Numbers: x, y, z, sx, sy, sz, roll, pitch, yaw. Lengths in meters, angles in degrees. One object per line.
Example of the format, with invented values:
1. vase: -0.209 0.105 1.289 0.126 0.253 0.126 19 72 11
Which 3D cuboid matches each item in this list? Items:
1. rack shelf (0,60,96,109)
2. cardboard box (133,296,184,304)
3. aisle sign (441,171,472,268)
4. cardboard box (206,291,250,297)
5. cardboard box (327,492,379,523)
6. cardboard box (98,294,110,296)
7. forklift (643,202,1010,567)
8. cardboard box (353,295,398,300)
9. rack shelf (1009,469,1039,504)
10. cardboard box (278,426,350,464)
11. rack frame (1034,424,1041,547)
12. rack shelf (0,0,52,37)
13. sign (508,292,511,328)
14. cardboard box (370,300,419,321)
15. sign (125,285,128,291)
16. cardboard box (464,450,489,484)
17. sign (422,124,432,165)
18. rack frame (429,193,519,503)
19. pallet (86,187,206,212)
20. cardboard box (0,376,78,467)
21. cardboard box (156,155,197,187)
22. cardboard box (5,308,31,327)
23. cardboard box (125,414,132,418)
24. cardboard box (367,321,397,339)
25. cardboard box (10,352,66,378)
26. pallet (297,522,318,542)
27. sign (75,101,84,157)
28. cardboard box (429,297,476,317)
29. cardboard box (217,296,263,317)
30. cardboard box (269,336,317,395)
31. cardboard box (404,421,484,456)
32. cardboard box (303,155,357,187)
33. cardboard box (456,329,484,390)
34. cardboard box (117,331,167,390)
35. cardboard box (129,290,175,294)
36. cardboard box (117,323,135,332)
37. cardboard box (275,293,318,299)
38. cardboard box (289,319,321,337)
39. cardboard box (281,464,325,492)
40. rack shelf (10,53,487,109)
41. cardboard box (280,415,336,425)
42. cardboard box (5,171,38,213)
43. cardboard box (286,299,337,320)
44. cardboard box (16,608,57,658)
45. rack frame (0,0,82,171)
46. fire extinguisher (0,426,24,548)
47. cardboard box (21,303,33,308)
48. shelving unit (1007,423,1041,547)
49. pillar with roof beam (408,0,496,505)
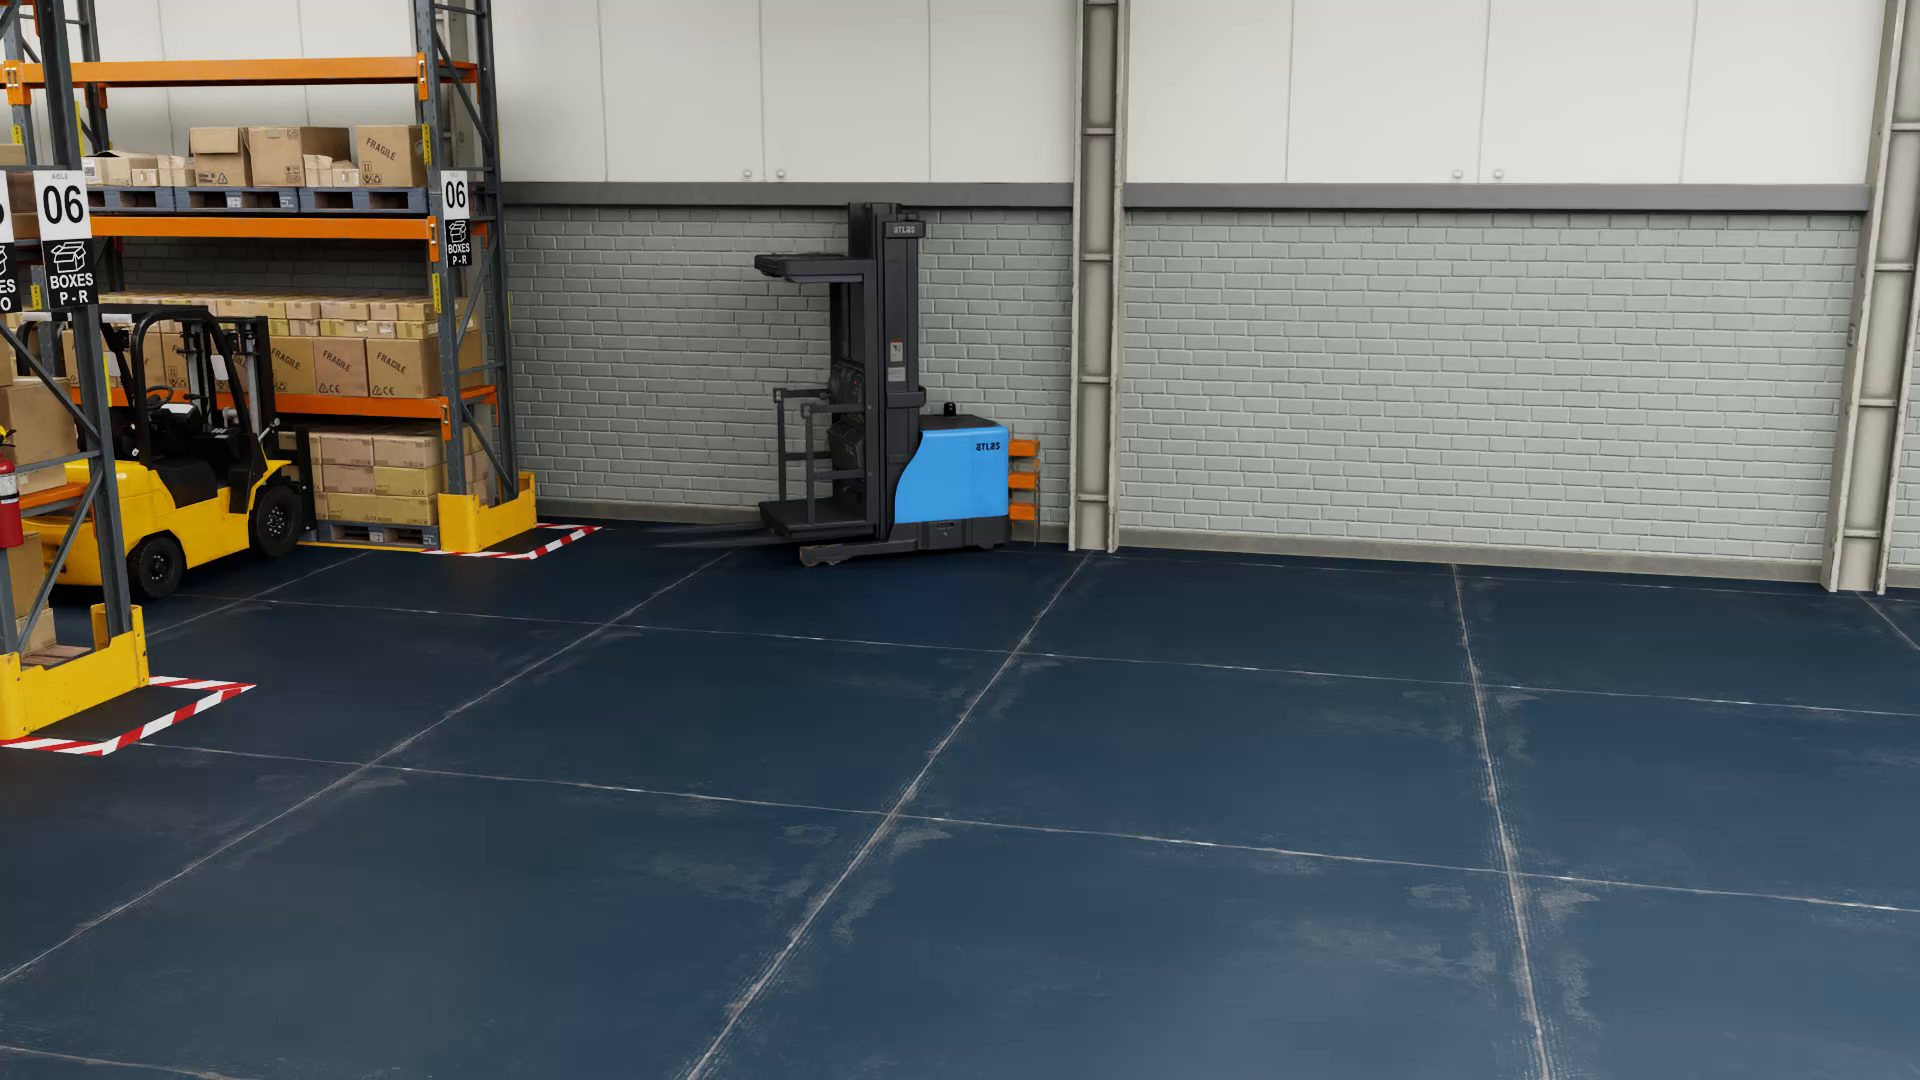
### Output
1. rack shelf: -10.030 -4.177 15.369 4.000 0.370 1.077 3 13 14
2. cardboard box: -7.100 -2.082 14.777 0.250 0.149 0.380 3 13 15
3. aisle sign: -4.212 -2.687 13.919 0.004 0.787 0.394 3 13 14
4. cardboard box: -6.707 -2.199 15.302 0.250 0.149 0.380 3 13 13
5. cardboard box: -5.218 -0.332 14.683 0.500 0.250 0.500 3 13 14
6. cardboard box: -7.850 -2.123 14.961 0.250 0.149 0.380 3 13 15
7. forklift: -1.142 -1.338 13.996 3.031 2.935 1.130 -4 13 -19
8. cardboard box: -5.222 -2.104 14.876 0.250 0.149 0.380 3 13 14
9. rack shelf: 0.556 -0.466 14.461 0.240 0.259 0.215 3 13 14
10. cardboard box: -5.716 -0.842 14.673 0.500 0.250 0.500 3 13 14
11. rack frame: 0.674 -0.470 14.429 0.008 1.050 0.200 3 13 14
12. rack shelf: -7.333 -3.119 9.685 4.000 0.370 1.077 3 13 14
13. sign: -4.066 -2.061 14.917 0.005 0.325 0.100 3 13 14
14. cardboard box: -4.850 -1.975 14.293 0.250 0.149 0.380 3 13 14
15. sign: -7.957 -2.269 15.854 0.005 0.325 0.100 3 13 14
16. cardboard box: -4.612 -0.658 15.000 0.500 0.250 0.500 3 13 15
17. sign: -4.349 -3.228 13.571 0.005 0.325 0.100 3 13 14
18. rack frame: -4.205 -1.483 14.495 0.127 3.000 1.000 3 13 14
19. pallet: -7.254 -3.073 14.940 1.213 0.211 1.003 3 13 14
20. cardboard box: -5.784 -0.716 10.120 0.500 0.500 0.500 3 13 13
21. cardboard box: -6.720 -3.203 14.429 0.258 0.266 0.396 3 13 12
22. cardboard box: -8.728 -2.037 15.262 0.250 0.149 0.380 3 13 13
23. cardboard box: -7.565 -1.057 15.642 0.500 0.250 0.500 3 13 15
24. cardboard box: -4.864 -1.815 14.261 0.250 0.149 0.380 3 13 14
25. cardboard box: -8.641 -1.589 15.316 0.500 0.250 0.500 3 13 15
26. pallet: -6.138 -0.217 15.223 1.213 0.211 1.003 3 13 14
27. sign: -5.261 -2.445 9.884 0.005 0.325 0.100 3 13 14
28. cardboard box: -4.480 -2.056 14.662 0.250 0.149 0.380 3 13 12
29. cardboard box: -6.334 -2.063 14.693 0.250 0.149 0.380 3 13 14
30. cardboard box: -5.745 -1.558 14.600 0.500 0.500 0.500 3 13 12
31. cardboard box: -4.626 -0.899 14.930 0.500 0.250 0.500 3 13 13
32. cardboard box: -5.329 -3.128 14.093 0.258 0.266 0.396 3 13 14
33. cardboard box: -4.620 -1.616 14.863 0.500 0.500 0.500 3 13 15
34. cardboard box: -7.211 -1.638 14.962 0.500 0.500 0.500 3 13 15
35. cardboard box: -7.473 -2.227 15.431 0.250 0.149 0.380 3 13 12
36. cardboard box: -7.331 -1.964 14.932 0.250 0.149 0.380 3 13 13
37. cardboard box: -5.975 -2.143 15.051 0.250 0.149 0.380 3 13 14
38. cardboard box: -5.610 -1.861 14.466 0.250 0.149 0.380 3 13 12
39. cardboard box: -5.743 -0.600 14.739 0.500 0.250 0.500 3 13 12
40. rack shelf: -6.147 -3.970 14.434 4.000 0.370 1.077 3 13 14
41. cardboard box: -6.091 -0.980 15.297 0.500 0.250 0.500 3 13 12
42. cardboard box: -5.815 -2.058 9.818 0.500 0.250 0.500 3 13 13
43. cardboard box: -5.614 -2.001 14.414 0.250 0.149 0.380 3 13 15
44. cardboard box: -6.108 0.598 10.492 0.500 0.250 0.500 3 13 13
45. rack frame: -5.391 -3.368 9.139 0.127 3.000 1.000 3 13 14
46. fire extinguisher: -5.390 -0.299 9.334 0.183 0.674 0.296 3 13 14
47. cardboard box: -8.869 -2.158 15.806 0.250 0.149 0.380 3 13 13
48. shelving unit: 0.556 -0.477 14.459 0.252 1.050 0.215 3 13 14
49. pillar with roof beam: -5.697 -3.733 10.782 0.400 9.000 9.100 3 13 14
